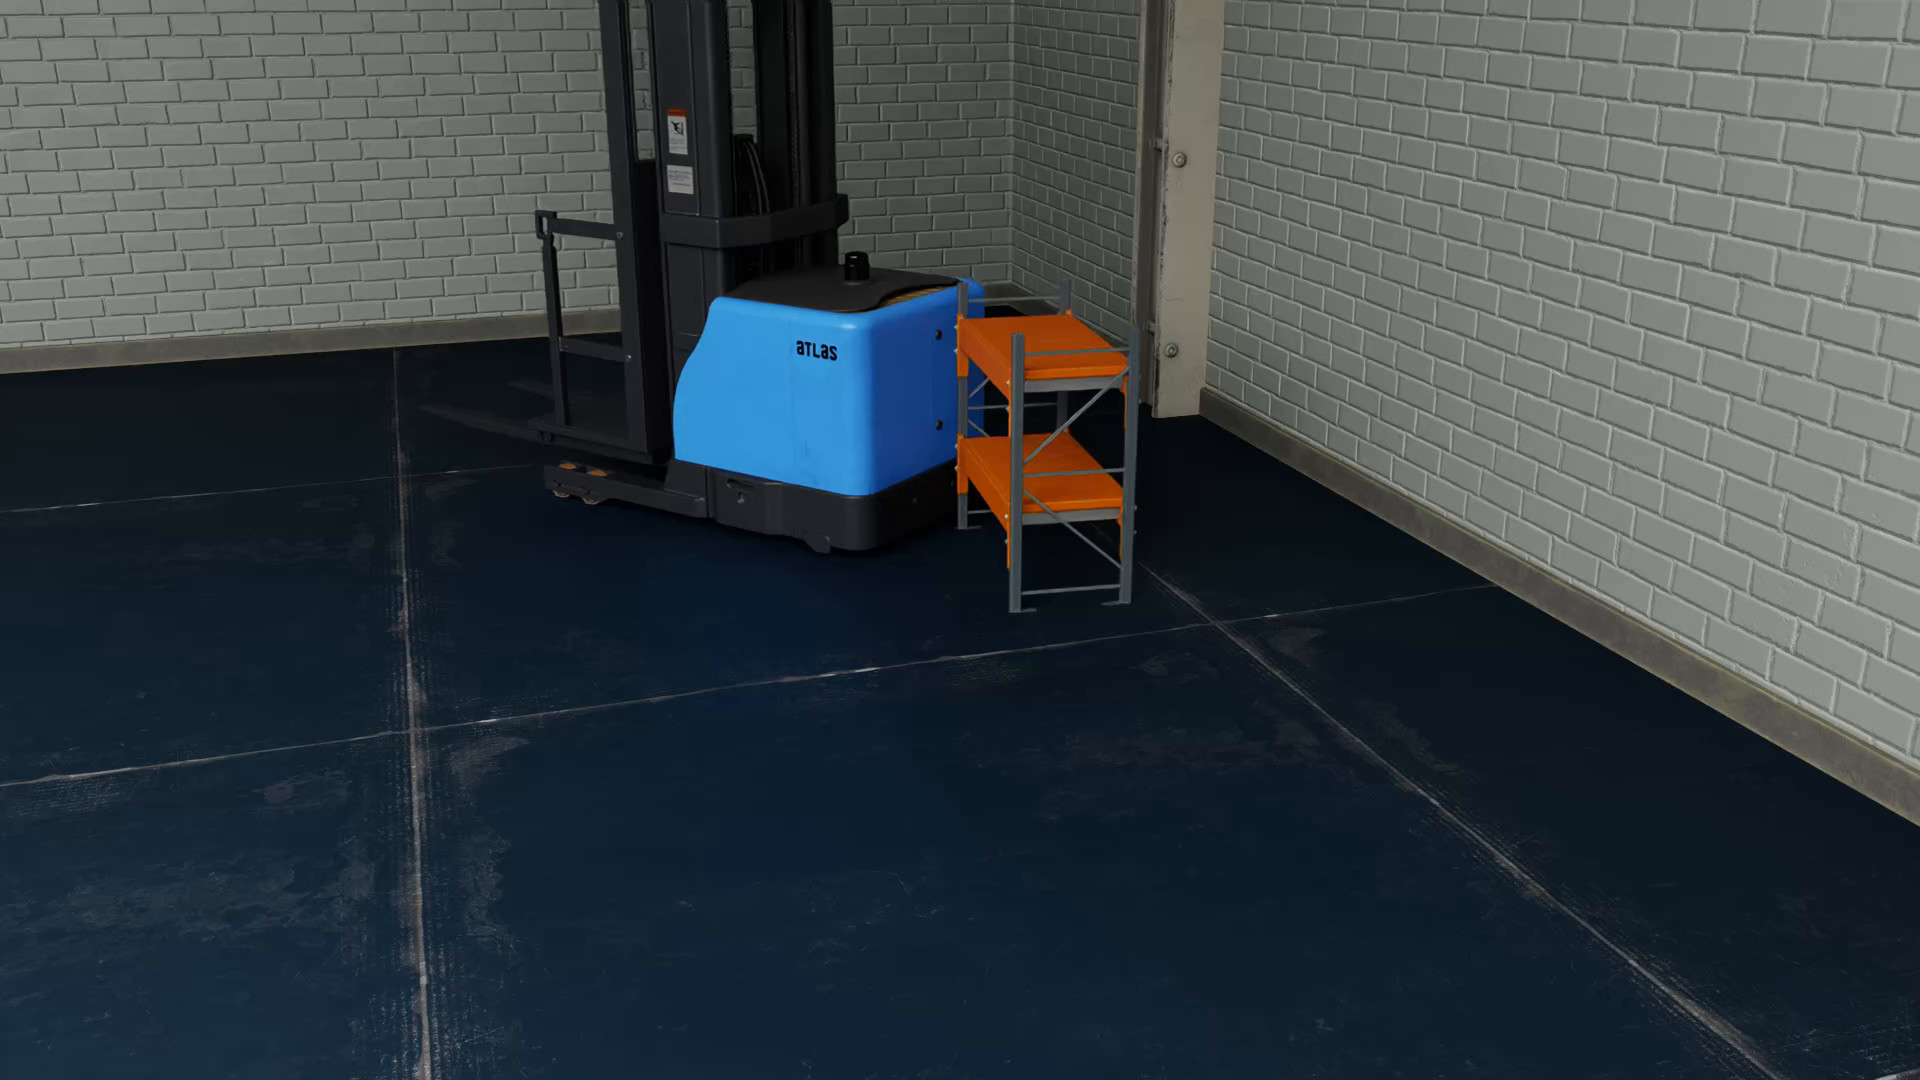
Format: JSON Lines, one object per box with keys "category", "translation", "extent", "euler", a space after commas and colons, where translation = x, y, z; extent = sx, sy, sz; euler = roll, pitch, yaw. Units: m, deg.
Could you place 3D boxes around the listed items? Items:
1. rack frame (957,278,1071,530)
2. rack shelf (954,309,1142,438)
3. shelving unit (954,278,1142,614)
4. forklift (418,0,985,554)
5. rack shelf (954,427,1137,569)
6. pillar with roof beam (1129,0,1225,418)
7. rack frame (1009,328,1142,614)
{"category": "rack frame", "translation": [0.235, -0.595, 7.410], "extent": [0.500, 1.125, 0.032], "euler": [-4, 20, -11]}
{"category": "rack shelf", "translation": [0.339, -0.702, 6.842], "extent": [0.538, 0.278, 1.000], "euler": [-4, 20, -11]}
{"category": "shelving unit", "translation": [0.339, -0.427, 6.941], "extent": [0.538, 1.125, 1.048], "euler": [-4, 20, -11]}
{"category": "forklift", "translation": [-1.386, -1.680, 7.759], "extent": [3.031, 2.935, 1.130], "euler": [12, 23, 31]}
{"category": "rack shelf", "translation": [0.339, -0.197, 7.024], "extent": [0.538, 0.278, 1.000], "euler": [-4, 20, -11]}
{"category": "pillar with roof beam", "translation": [-2.910, -4.539, 6.742], "extent": [9.100, 9.000, 0.400], "euler": [-6, 21, -17]}
{"category": "rack frame", "translation": [0.442, -0.259, 6.473], "extent": [0.500, 1.125, 0.032], "euler": [-4, 20, -11]}
